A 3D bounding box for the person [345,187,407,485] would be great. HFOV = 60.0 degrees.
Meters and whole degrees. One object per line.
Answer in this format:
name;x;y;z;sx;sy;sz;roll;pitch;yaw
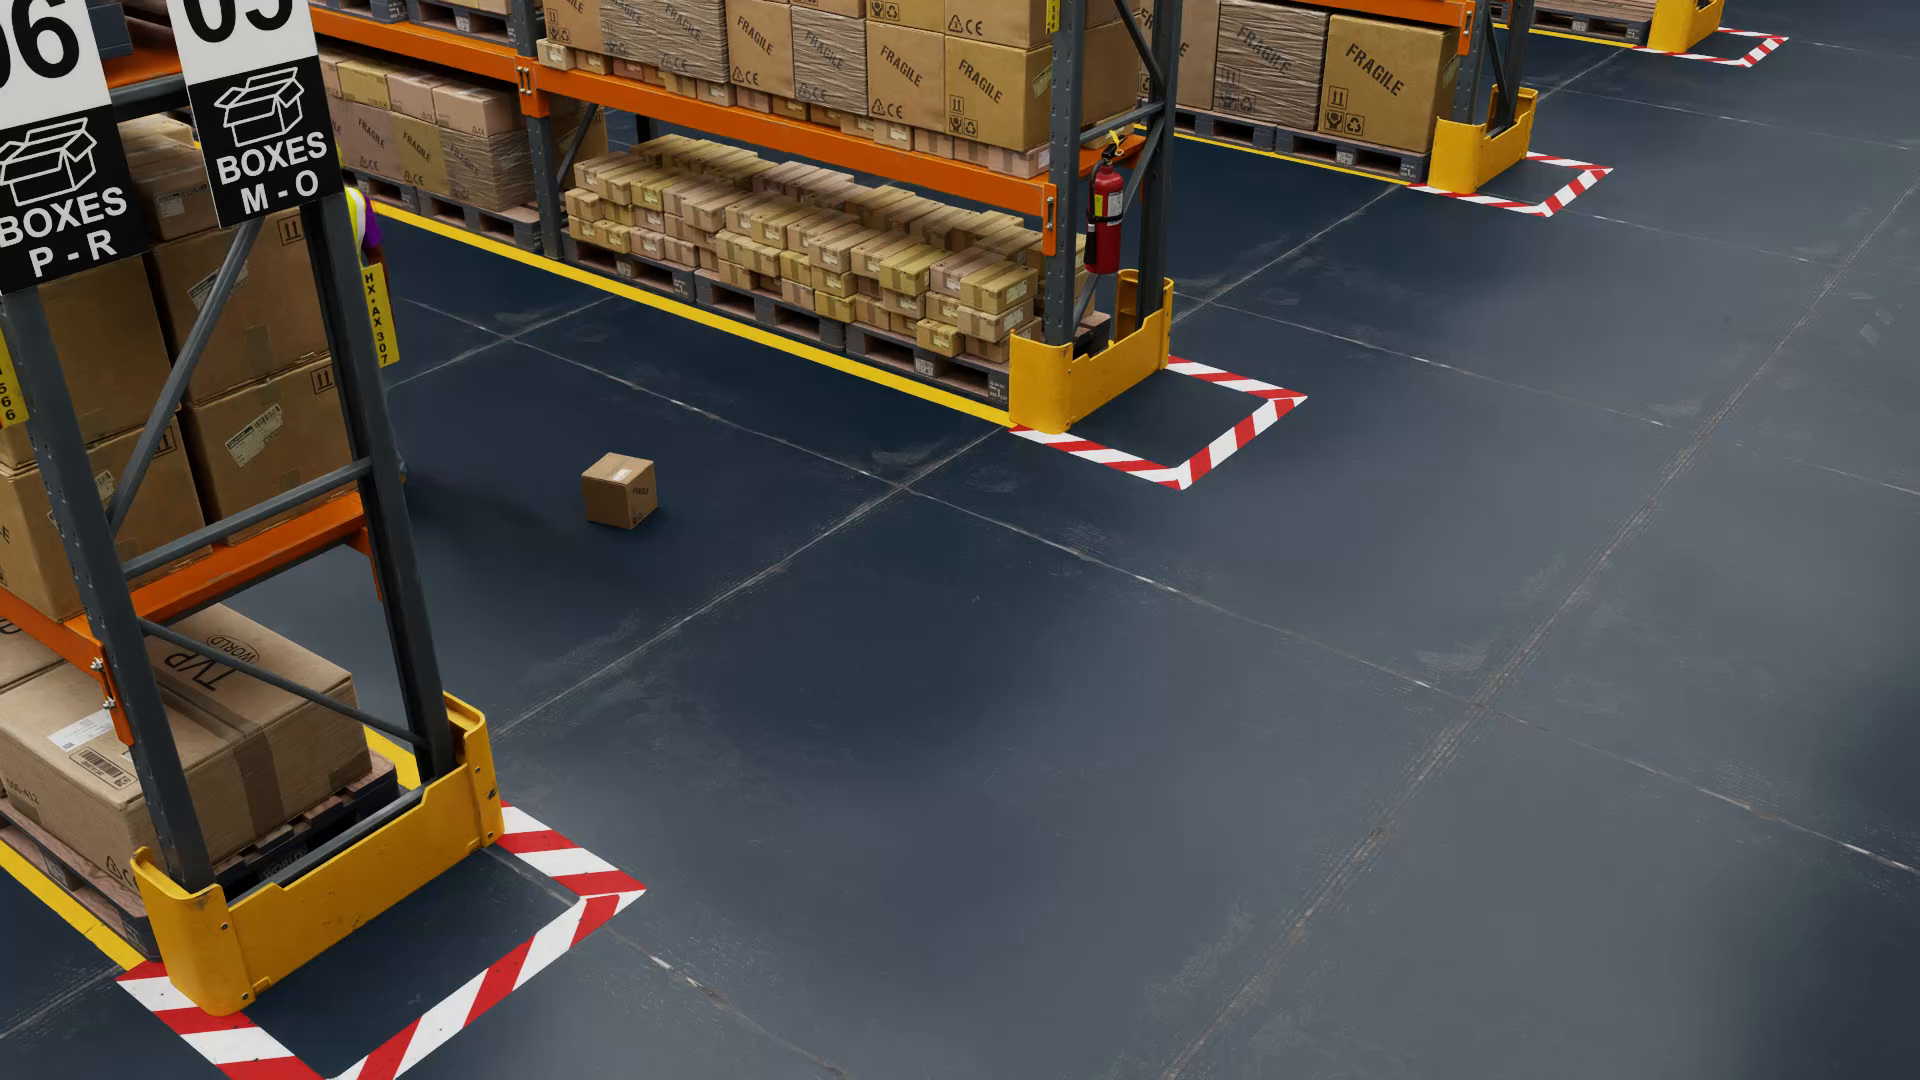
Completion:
person;-3.076;-1.086;7.945;0.799;1.786;0.570;15;34;24
